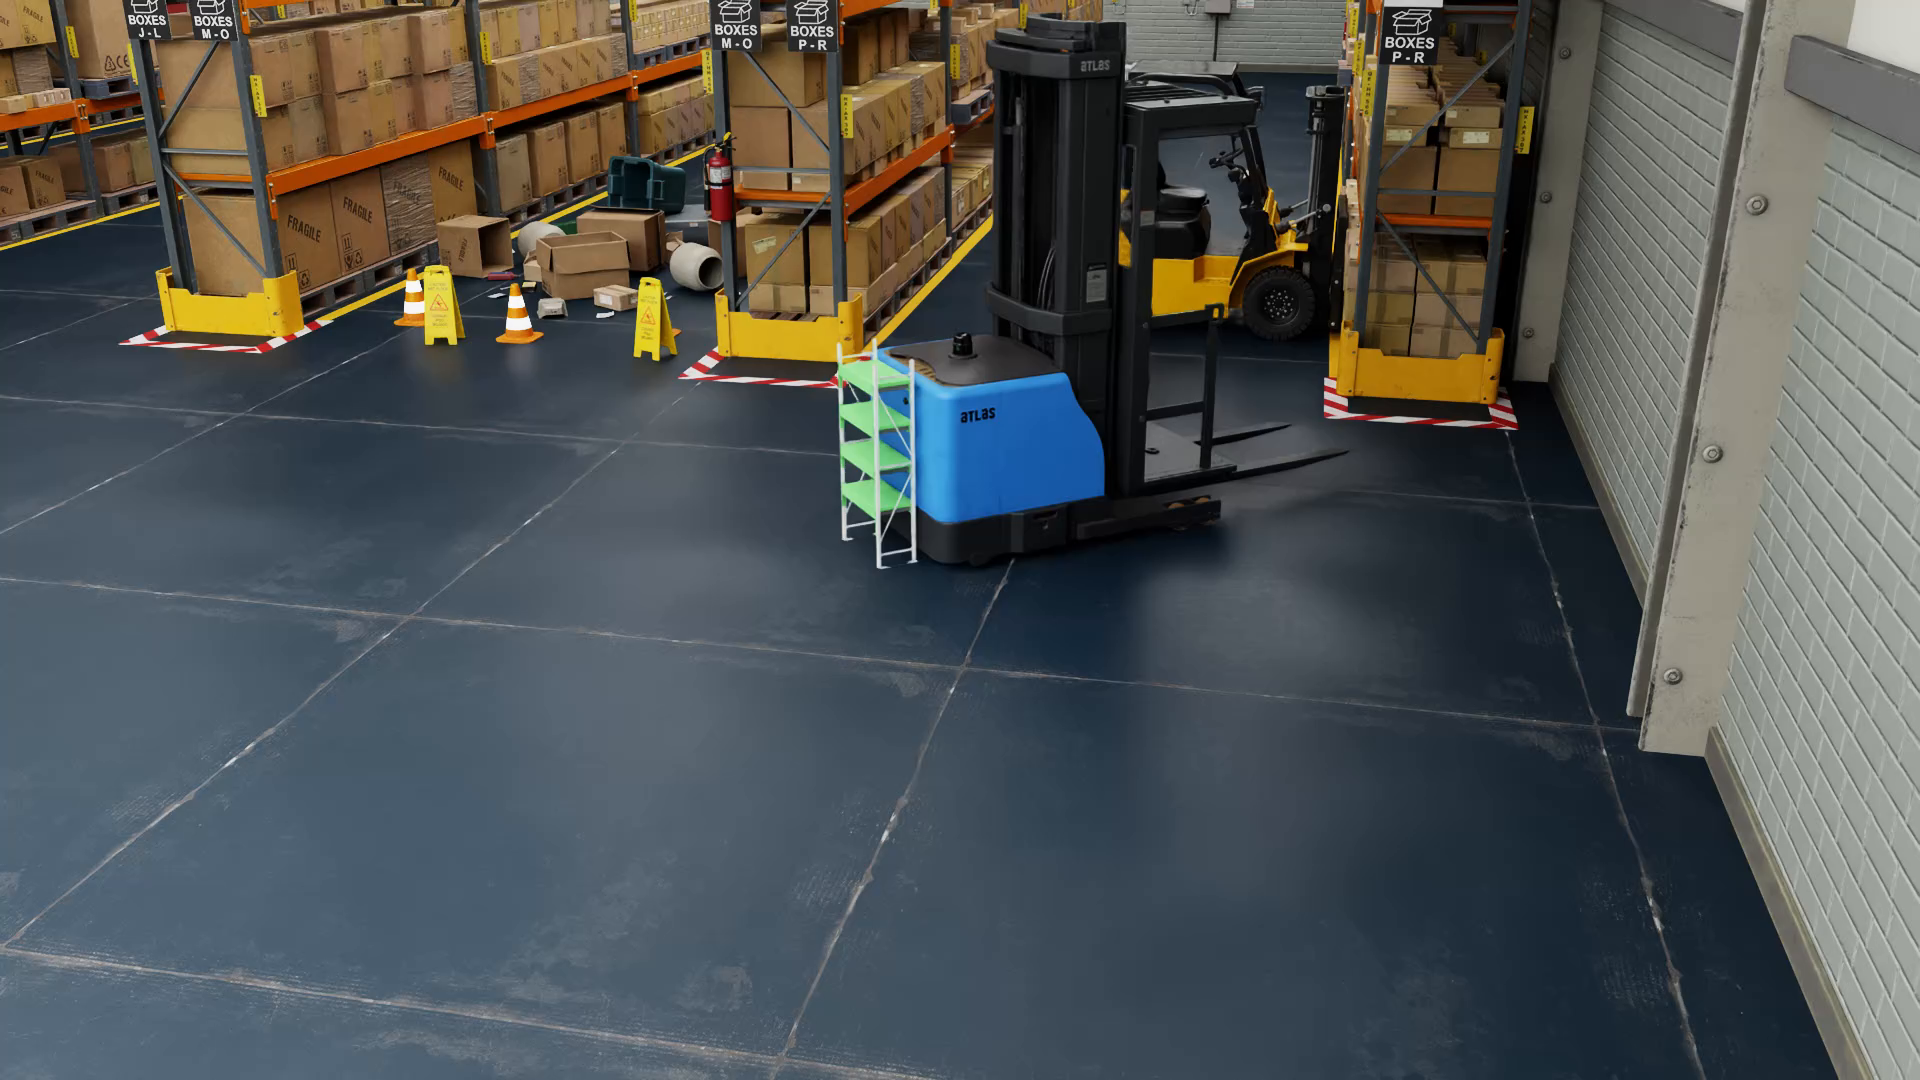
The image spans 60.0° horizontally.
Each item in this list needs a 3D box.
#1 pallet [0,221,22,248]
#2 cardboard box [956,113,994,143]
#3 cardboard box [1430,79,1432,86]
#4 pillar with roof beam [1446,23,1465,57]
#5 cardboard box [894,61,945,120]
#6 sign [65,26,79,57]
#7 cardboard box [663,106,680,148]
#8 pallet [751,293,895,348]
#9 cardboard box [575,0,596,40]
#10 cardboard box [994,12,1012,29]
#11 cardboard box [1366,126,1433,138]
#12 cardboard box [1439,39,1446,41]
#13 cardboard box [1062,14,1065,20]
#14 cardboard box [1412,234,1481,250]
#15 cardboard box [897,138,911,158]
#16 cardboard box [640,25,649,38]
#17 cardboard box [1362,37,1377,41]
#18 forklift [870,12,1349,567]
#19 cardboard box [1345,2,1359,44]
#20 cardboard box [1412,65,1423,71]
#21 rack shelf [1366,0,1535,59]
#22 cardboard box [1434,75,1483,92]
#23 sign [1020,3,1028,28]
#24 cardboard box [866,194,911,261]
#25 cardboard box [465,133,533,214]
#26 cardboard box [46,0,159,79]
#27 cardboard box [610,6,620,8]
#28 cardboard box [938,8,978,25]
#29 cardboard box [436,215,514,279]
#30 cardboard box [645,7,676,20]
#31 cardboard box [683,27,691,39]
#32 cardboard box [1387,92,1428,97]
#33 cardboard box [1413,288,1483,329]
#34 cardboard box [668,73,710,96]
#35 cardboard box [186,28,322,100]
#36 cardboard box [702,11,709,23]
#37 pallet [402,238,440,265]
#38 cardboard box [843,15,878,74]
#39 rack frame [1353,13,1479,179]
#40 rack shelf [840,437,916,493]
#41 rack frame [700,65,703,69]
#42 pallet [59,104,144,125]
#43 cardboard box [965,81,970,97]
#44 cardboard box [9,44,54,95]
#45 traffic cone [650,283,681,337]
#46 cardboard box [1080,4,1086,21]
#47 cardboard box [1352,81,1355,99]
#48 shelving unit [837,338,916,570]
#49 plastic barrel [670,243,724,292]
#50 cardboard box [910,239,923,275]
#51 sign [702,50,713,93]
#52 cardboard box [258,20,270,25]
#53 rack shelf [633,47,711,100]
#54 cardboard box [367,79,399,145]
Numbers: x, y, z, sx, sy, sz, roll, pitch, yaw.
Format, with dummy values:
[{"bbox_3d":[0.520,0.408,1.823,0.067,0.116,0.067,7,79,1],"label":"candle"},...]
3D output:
[{"bbox_3d":[-10.636,-3.118,17.313,1.003,0.211,1.213,4,22,11],"label":"pallet"},{"bbox_3d":[0.453,-5.270,21.206,0.875,0.875,0.875,4,22,10],"label":"cardboard box"},{"bbox_3d":[4.443,-4.091,14.993,0.380,0.149,0.250,4,22,9],"label":"cardboard box"},{"bbox_3d":[2.717,-10.197,23.128,9.100,9.000,0.400,4,22,11],"label":"pillar with roof beam"},{"bbox_3d":[-0.433,-4.355,16.119,0.500,0.500,0.500,4,22,10],"label":"cardboard box"},{"bbox_3d":[-9.754,-5.470,18.262,0.100,0.325,0.005,4,22,11],"label":"sign"},{"bbox_3d":[-4.143,-5.614,22.561,0.500,0.500,0.500,5,22,12],"label":"cardboard box"},{"bbox_3d":[-1.186,-1.918,14.333,1.003,0.211,1.213,4,22,11],"label":"pallet"},{"bbox_3d":[-4.839,-6.317,20.051,0.700,0.500,0.500,4,22,10],"label":"cardboard box"},{"bbox_3d":[0.315,-5.817,19.187,0.500,0.500,0.500,4,22,10],"label":"cardboard box"},{"bbox_3d":[3.416,-2.947,13.023,0.500,0.500,0.500,5,23,13],"label":"cardboard box"},{"bbox_3d":[5.166,-5.456,18.384,0.380,0.149,0.250,4,22,11],"label":"cardboard box"},{"bbox_3d":[1.195,-7.260,23.397,0.500,0.250,0.500,4,22,11],"label":"cardboard box"},{"bbox_3d":[3.840,-2.239,13.179,0.500,0.250,0.500,4,22,11],"label":"cardboard box"},{"bbox_3d":[-0.656,-3.535,14.951,0.380,0.149,0.250,5,22,11],"label":"cardboard box"},{"bbox_3d":[-4.288,-6.632,21.682,0.380,0.149,0.250,6,23,13],"label":"cardboard box"},{"bbox_3d":[4.657,-5.497,18.486,0.380,0.149,0.250,5,22,12],"label":"cardboard box"},{"bbox_3d":[1.007,-1.578,9.849,3.031,2.935,1.130,-11,24,-25],"label":"forklift"},{"bbox_3d":[5.589,-6.982,22.478,0.700,0.500,0.500,5,22,12],"label":"cardboard box"},{"bbox_3d":[3.911,-4.170,14.791,0.380,0.149,0.250,4,22,10],"label":"cardboard box"},{"bbox_3d":[3.866,-4.301,13.466,1.077,0.370,4.000,4,22,11],"label":"rack shelf"},{"bbox_3d":[4.130,-3.764,13.784,0.380,0.149,0.250,5,22,12],"label":"cardboard box"},{"bbox_3d":[0.764,-6.277,19.981,0.100,0.325,0.005,4,22,11],"label":"sign"},{"bbox_3d":[-0.750,-2.813,14.938,0.500,0.500,0.500,5,22,12],"label":"cardboard box"},{"bbox_3d":[-5.414,-4.077,18.412,1.050,0.750,0.750,4,22,11],"label":"cardboard box"},{"bbox_3d":[-9.988,-5.860,19.024,1.000,1.000,1.000,5,22,11],"label":"cardboard box"},{"bbox_3d":[-4.719,-7.196,22.684,0.380,0.149,0.250,6,23,14],"label":"cardboard box"},{"bbox_3d":[-0.023,-5.582,17.736,0.380,0.149,0.250,6,23,14],"label":"cardboard box"},{"bbox_3d":[-4.764,-2.888,16.352,0.500,0.500,0.500,8,23,20],"label":"cardboard box"},{"bbox_3d":[-4.085,-7.144,22.556,0.380,0.149,0.250,5,23,13],"label":"cardboard box"},{"bbox_3d":[-3.970,-7.059,23.140,0.380,0.149,0.250,5,23,13],"label":"cardboard box"},{"bbox_3d":[3.372,-3.335,12.718,0.380,0.149,0.250,5,22,12],"label":"cardboard box"},{"bbox_3d":[3.757,-1.819,12.805,0.500,0.250,0.500,5,22,12],"label":"cardboard box"},{"bbox_3d":[-3.842,-6.523,23.814,0.500,0.250,0.500,6,23,13],"label":"cardboard box"},{"bbox_3d":[-6.133,-4.141,14.474,0.875,0.550,0.550,4,22,11],"label":"cardboard box"},{"bbox_3d":[-3.814,-7.487,23.804,0.380,0.149,0.250,5,23,13],"label":"cardboard box"},{"bbox_3d":[-5.684,-3.127,17.334,1.003,0.211,1.213,4,22,11],"label":"pallet"},{"bbox_3d":[-1.142,-4.489,15.114,0.700,0.500,0.500,4,22,10],"label":"cardboard box"},{"bbox_3d":[4.274,-3.975,15.708,1.000,3.000,0.127,4,22,11],"label":"rack frame"},{"bbox_3d":[-0.473,-0.433,9.493,0.258,0.148,0.480,-11,24,-25],"label":"rack shelf"},{"bbox_3d":[-3.820,-7.618,24.754,1.000,3.000,0.127,4,22,11],"label":"rack frame"},{"bbox_3d":[-13.702,-6.838,26.550,1.003,0.211,1.213,4,22,11],"label":"pallet"},{"bbox_3d":[-0.104,-4.699,17.280,0.380,0.149,0.250,5,22,12],"label":"cardboard box"},{"bbox_3d":[-10.440,-5.132,18.048,0.875,0.500,0.500,4,22,11],"label":"cardboard box"},{"bbox_3d":[-2.577,-1.968,14.120,0.336,0.463,0.334,4,22,11],"label":"traffic cone"},{"bbox_3d":[1.613,-7.841,25.173,0.500,0.500,0.500,5,22,11],"label":"cardboard box"},{"bbox_3d":[4.653,-5.041,18.556,0.500,0.250,0.500,4,22,10],"label":"cardboard box"},{"bbox_3d":[-0.473,-0.492,9.469,0.258,1.200,0.503,-11,24,-25],"label":"shelving unit"},{"bbox_3d":[-2.463,-2.565,15.655,0.421,0.421,0.512,-16,27,-35],"label":"plastic barrel"},{"bbox_3d":[-0.650,-2.653,15.545,0.500,0.250,0.500,5,22,12],"label":"cardboard box"},{"bbox_3d":[-1.941,-3.622,12.859,0.100,0.325,0.005,4,22,11],"label":"sign"},{"bbox_3d":[-9.105,-6.774,22.523,0.500,0.500,0.500,5,22,12],"label":"cardboard box"},{"bbox_3d":[-4.228,-6.553,23.072,1.077,0.370,4.000,4,22,11],"label":"rack shelf"},{"bbox_3d":[-5.841,-4.033,15.652,0.875,0.550,0.500,4,22,11],"label":"cardboard box"}]
